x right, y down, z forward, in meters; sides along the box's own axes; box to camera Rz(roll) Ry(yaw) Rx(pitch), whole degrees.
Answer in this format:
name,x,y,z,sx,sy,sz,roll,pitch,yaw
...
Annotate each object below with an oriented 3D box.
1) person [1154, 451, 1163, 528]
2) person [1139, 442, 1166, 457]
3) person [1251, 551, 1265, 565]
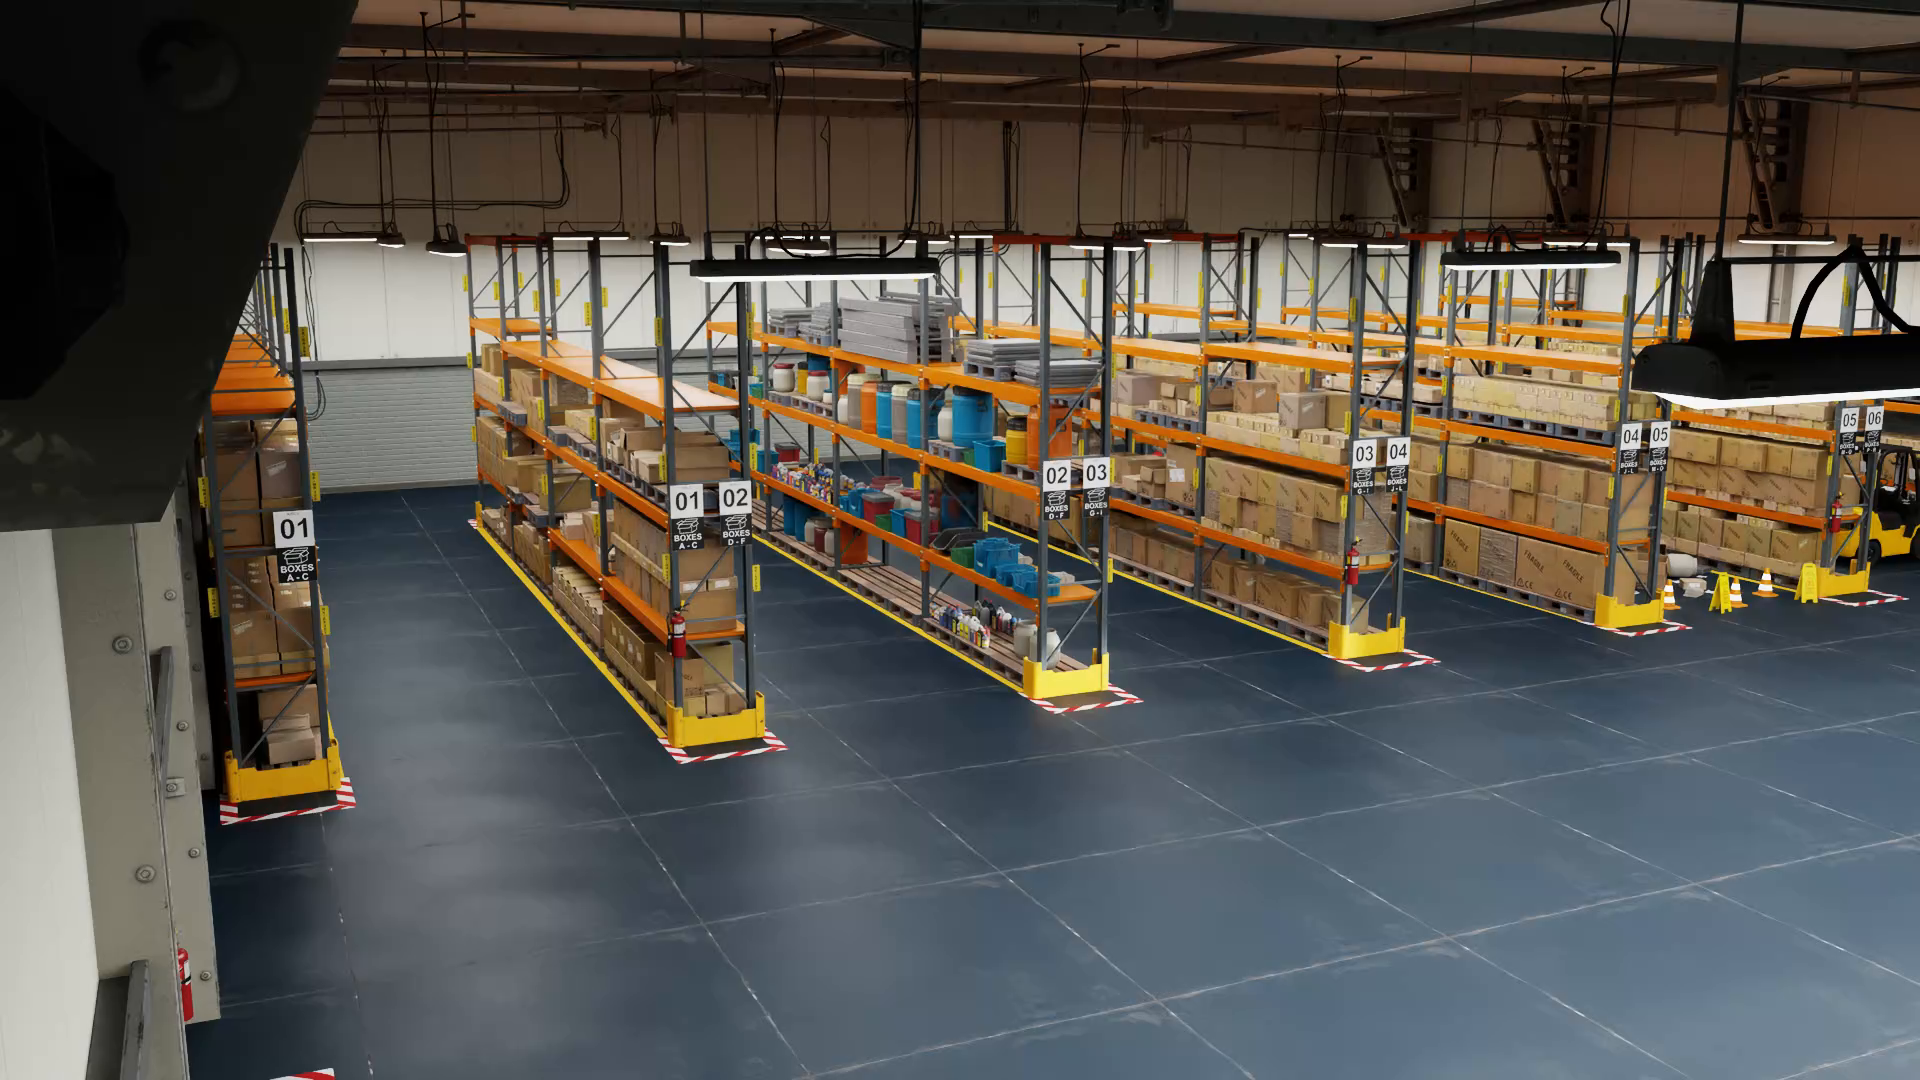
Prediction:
name,x,y,z,sx,sy,sz,roll,pitch,yaw
person,3.954,-0.899,33.379,0.531,1.807,0.877,-4,12,-22
person,4.909,-2.769,42.858,0.970,1.725,0.613,-10,15,-41
person,5.260,-0.130,29.442,0.401,1.672,0.524,-3,11,-15
